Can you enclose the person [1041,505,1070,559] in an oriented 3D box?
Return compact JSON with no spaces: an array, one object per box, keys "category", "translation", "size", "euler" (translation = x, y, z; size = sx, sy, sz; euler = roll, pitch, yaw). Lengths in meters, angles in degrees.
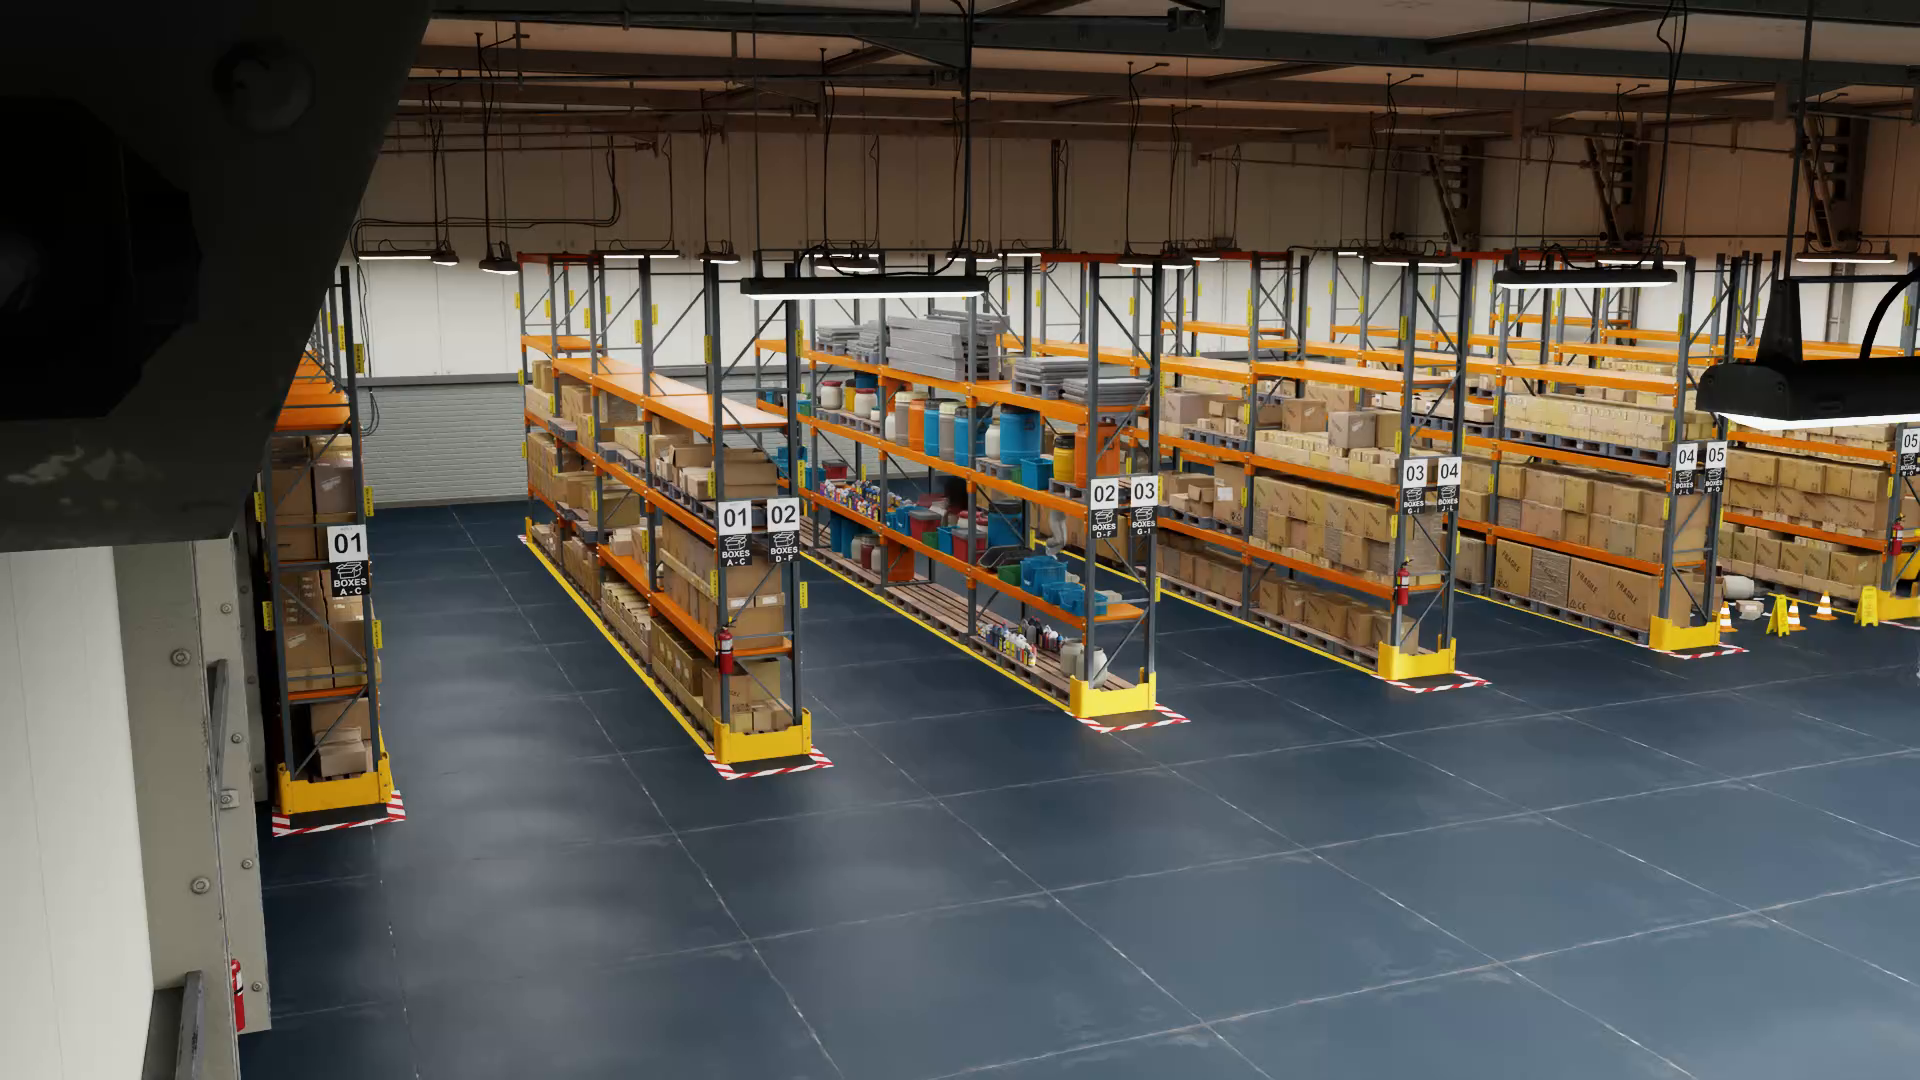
[{"category":"person","translation":[1.846,-0.357,31.420],"size":[0.553,1.457,0.687],"euler":[-6,12,-29]}]
